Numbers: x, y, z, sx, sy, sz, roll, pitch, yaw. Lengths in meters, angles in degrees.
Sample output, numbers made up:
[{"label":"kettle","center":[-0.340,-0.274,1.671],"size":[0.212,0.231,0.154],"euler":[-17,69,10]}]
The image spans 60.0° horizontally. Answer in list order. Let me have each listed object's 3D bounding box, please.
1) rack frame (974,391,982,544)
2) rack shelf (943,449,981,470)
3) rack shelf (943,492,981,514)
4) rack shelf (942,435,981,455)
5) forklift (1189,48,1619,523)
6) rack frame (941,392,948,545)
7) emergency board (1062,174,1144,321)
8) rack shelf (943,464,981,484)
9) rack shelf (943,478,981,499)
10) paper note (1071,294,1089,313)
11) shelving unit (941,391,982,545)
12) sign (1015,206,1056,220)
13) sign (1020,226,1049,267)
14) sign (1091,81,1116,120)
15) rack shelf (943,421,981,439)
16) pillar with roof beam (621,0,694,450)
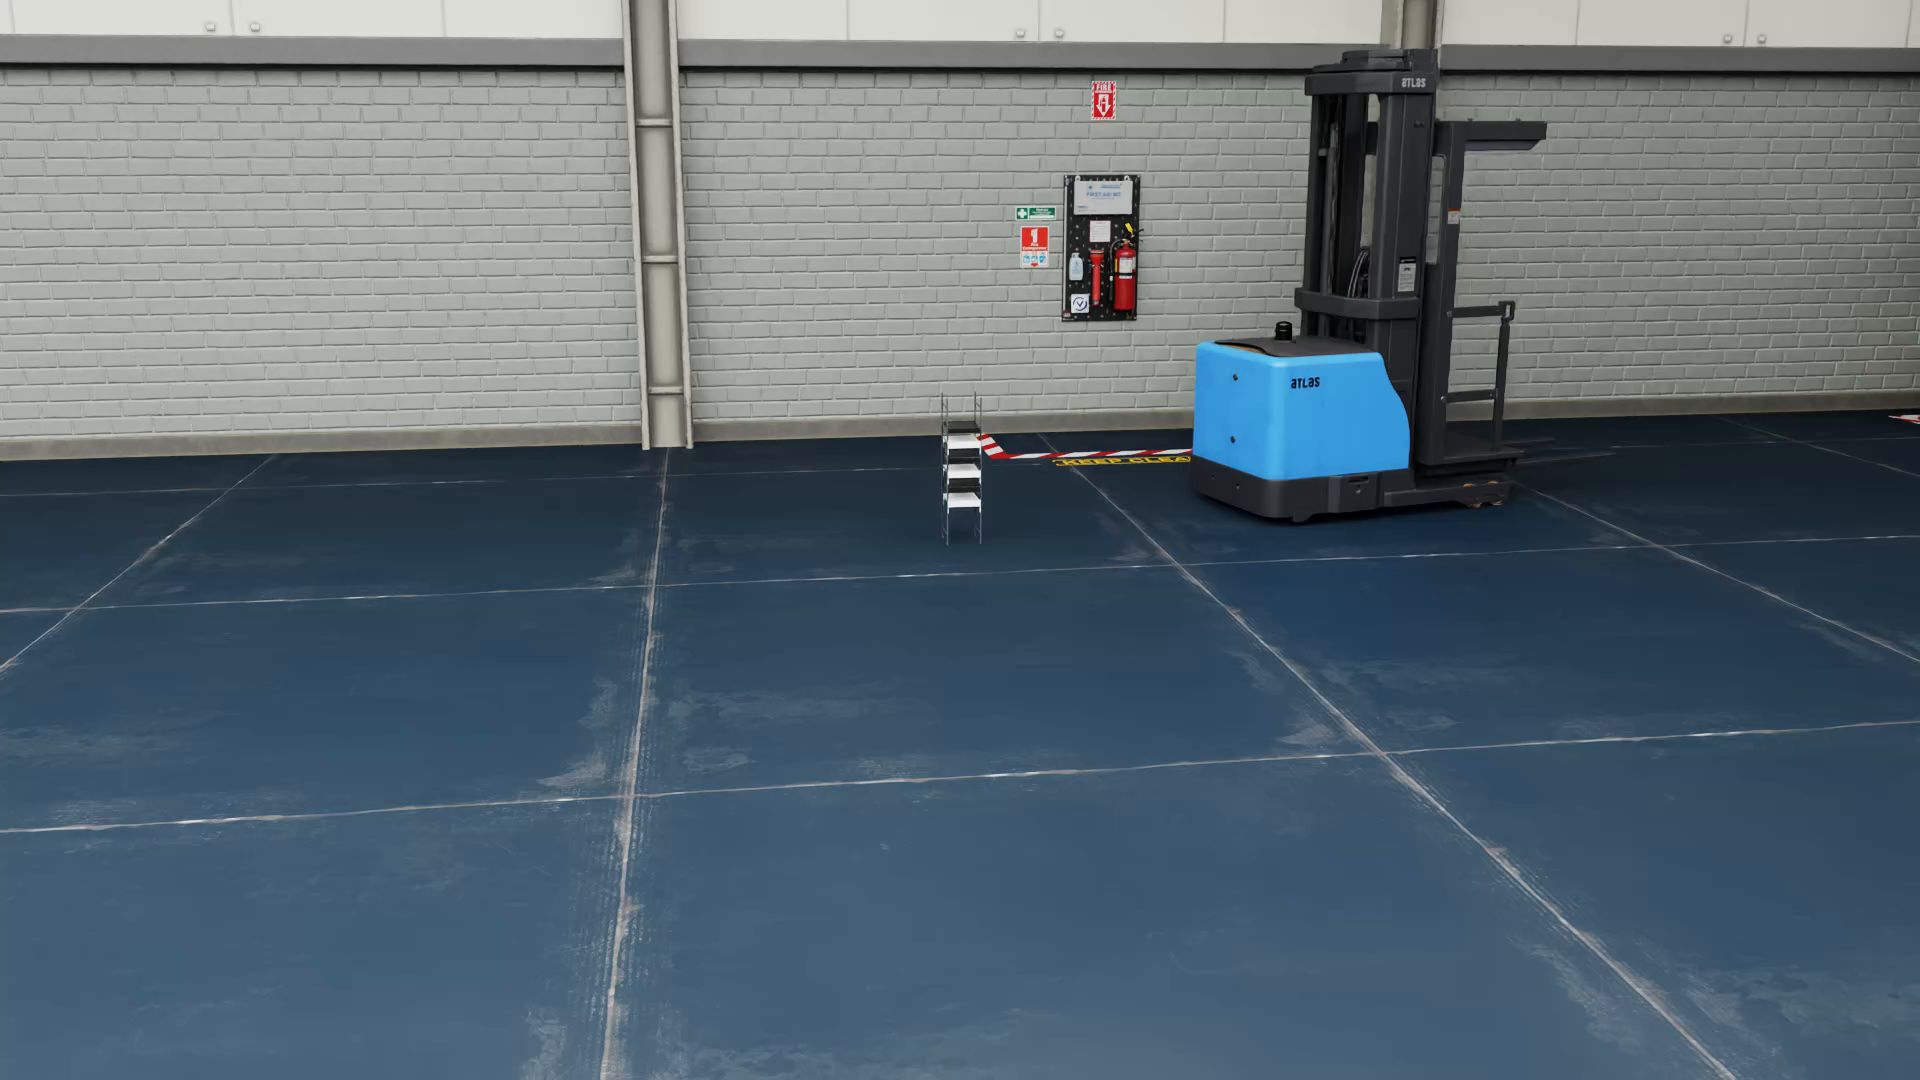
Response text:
[{"label":"rack frame","center":[0.109,-0.440,10.128],"size":[0.006,0.900,0.240],"euler":[-2,14,-8]},{"label":"rack shelf","center":[0.008,-0.492,10.100],"size":[0.200,0.077,0.258],"euler":[-2,14,-8]},{"label":"rack shelf","center":[0.008,-0.230,10.165],"size":[0.200,0.077,0.258],"euler":[-2,14,-8]},{"label":"rack shelf","center":[0.008,-0.579,10.078],"size":[0.200,0.077,0.258],"euler":[-2,14,-8]},{"label":"forklift","center":[3.128,-1.744,11.151],"size":[3.031,2.935,1.130],"euler":[-6,15,-22]},{"label":"rack frame","center":[-0.093,-0.433,10.099],"size":[0.006,0.900,0.240],"euler":[-2,14,-8]},{"label":"emergency board","center":[1.164,-2.345,13.407],"size":[0.643,1.169,0.194],"euler":[-2,14,-8]},{"label":"rack shelf","center":[0.008,-0.404,10.122],"size":[0.200,0.077,0.258],"euler":[-2,14,-8]},{"label":"rack shelf","center":[0.008,-0.317,10.144],"size":[0.200,0.077,0.258],"euler":[-2,14,-8]},{"label":"paper note","center":[0.979,-1.928,13.555],"size":[0.142,0.148,0.016],"euler":[-2,14,-8]},{"label":"shelving unit","center":[0.008,-0.437,10.114],"size":[0.210,0.900,0.258],"euler":[-2,14,-8]},{"label":"sign","center":[0.608,-2.622,13.349],"size":[0.331,0.109,0.001],"euler":[-2,14,-8]},{"label":"sign","center":[0.602,-2.367,13.422],"size":[0.234,0.329,0.001],"euler":[-2,14,-8]},{"label":"sign","center":[1.142,-3.493,13.219],"size":[0.199,0.298,0.001],"euler":[-2,14,-8]},{"label":"rack shelf","center":[0.008,-0.666,10.056],"size":[0.200,0.077,0.258],"euler":[-2,14,-8]},{"label":"pillar with roof beam","center":[-1.678,-4.083,8.002],"size":[0.400,9.000,9.100],"euler":[-2,14,-8]}]
